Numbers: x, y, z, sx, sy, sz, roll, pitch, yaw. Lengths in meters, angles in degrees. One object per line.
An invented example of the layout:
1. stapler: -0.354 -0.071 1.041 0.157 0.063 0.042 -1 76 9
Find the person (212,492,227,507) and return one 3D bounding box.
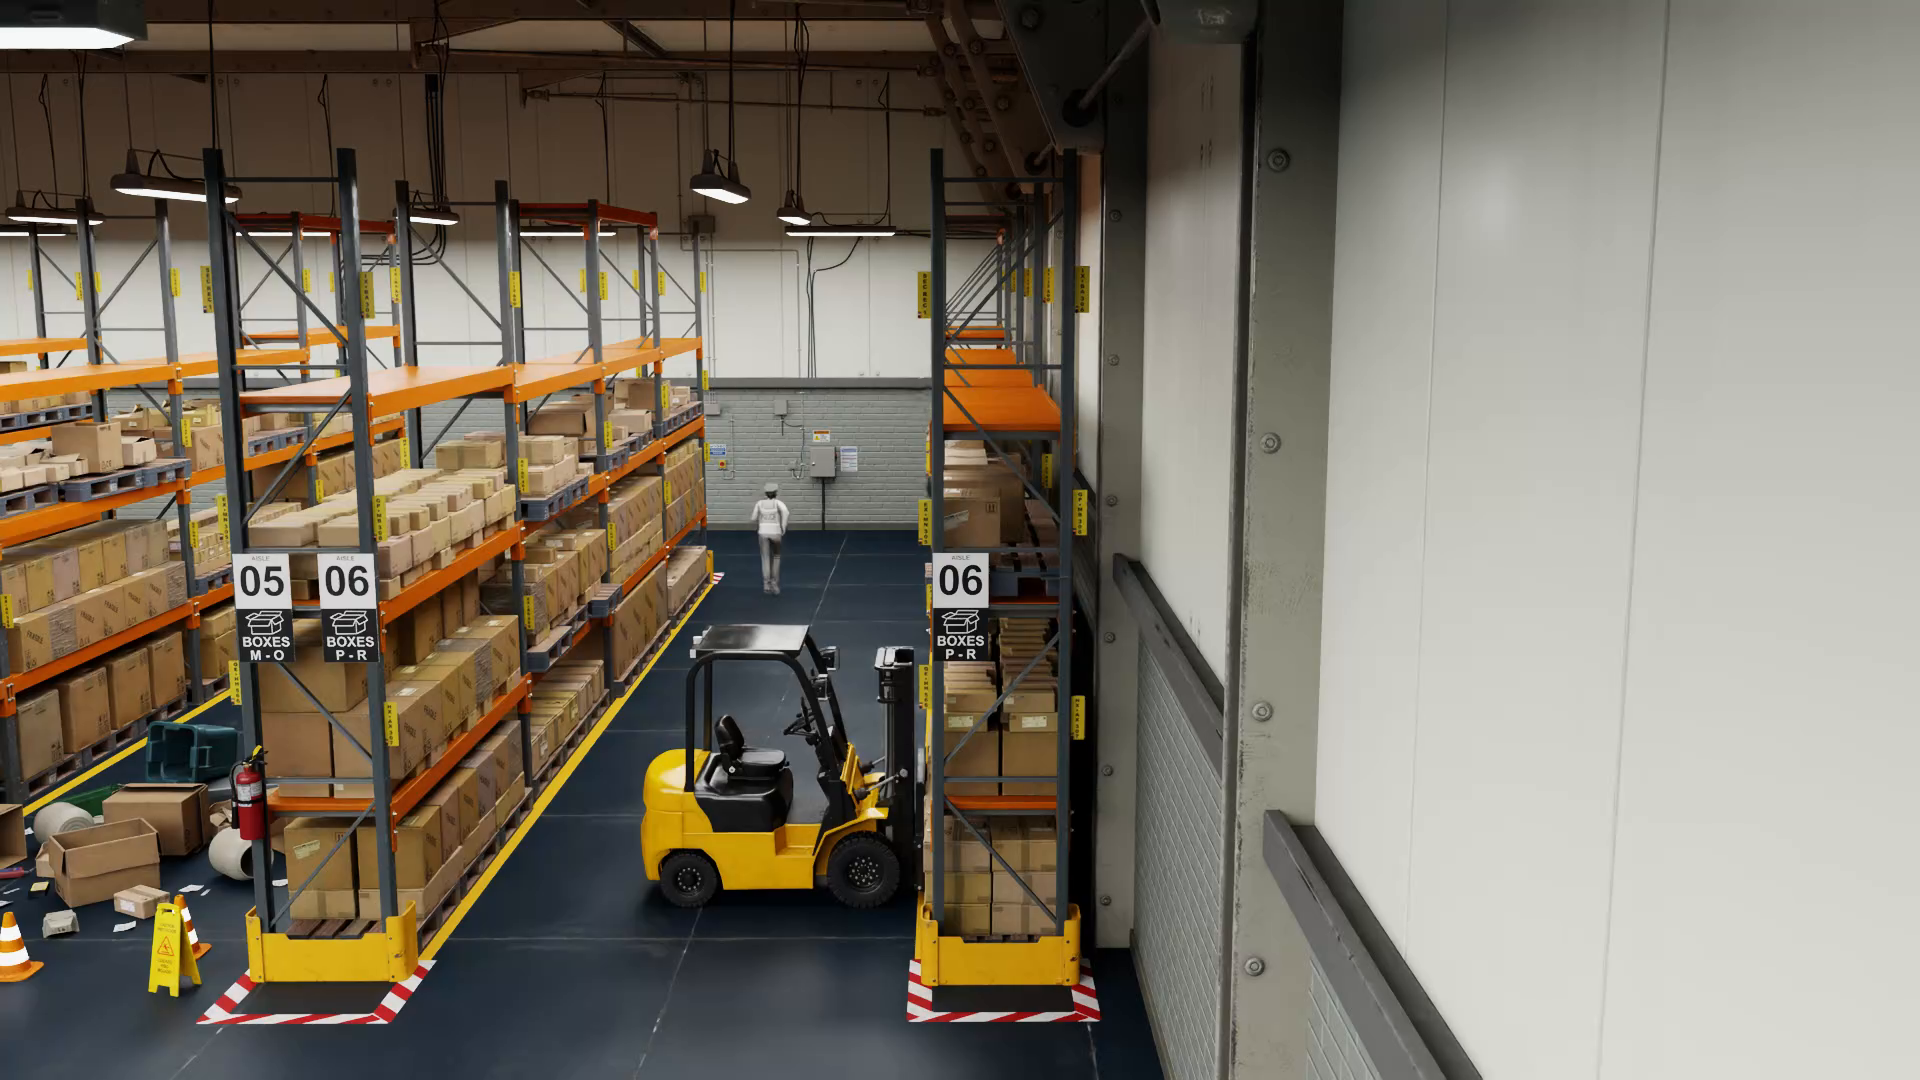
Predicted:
1. person: -11.421 0.141 25.986 0.691 1.800 0.891 2 9 11

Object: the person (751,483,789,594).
1. person: -2.905 0.031 25.439 0.606 1.747 0.864 0 9 -2
